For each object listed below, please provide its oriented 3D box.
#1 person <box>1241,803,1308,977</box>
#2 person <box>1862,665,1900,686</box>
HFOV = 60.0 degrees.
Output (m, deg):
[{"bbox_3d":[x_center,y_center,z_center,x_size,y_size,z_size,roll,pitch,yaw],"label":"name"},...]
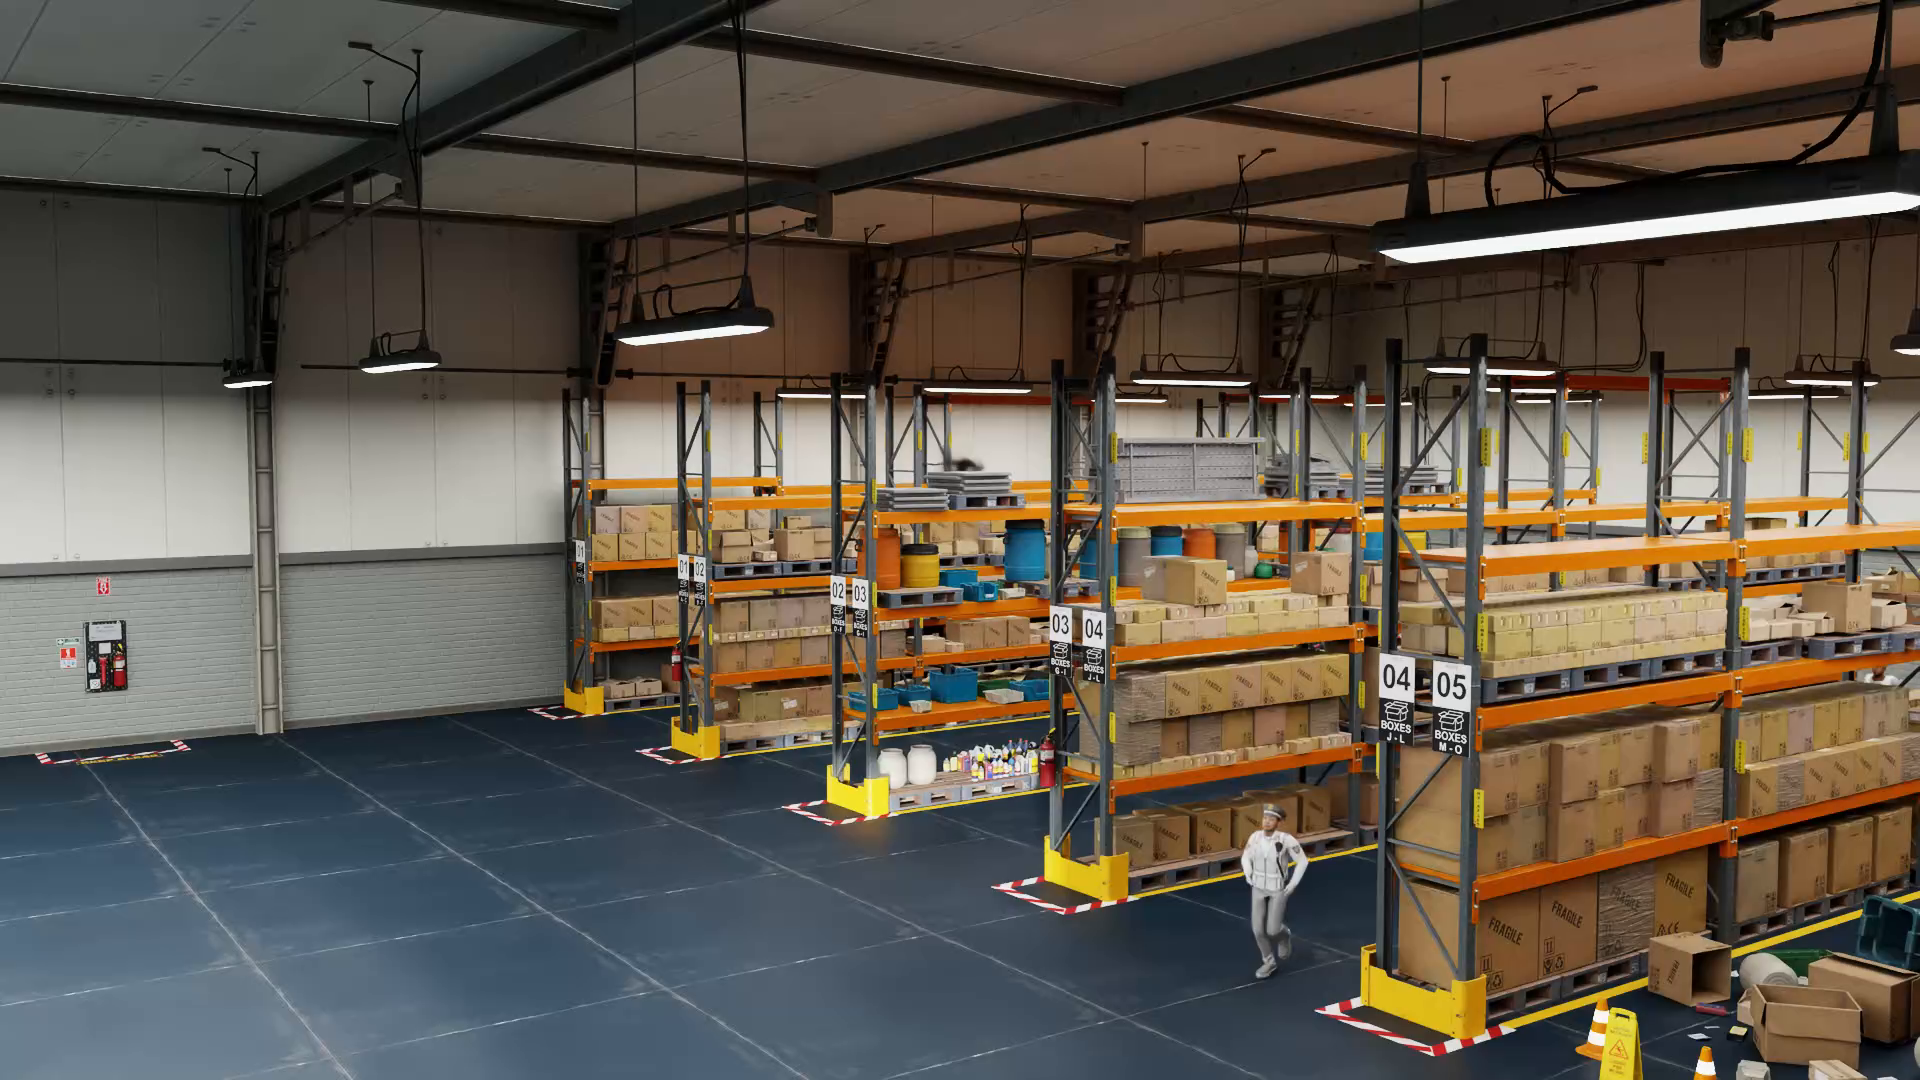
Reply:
[{"bbox_3d":[2.962,3.323,15.833,0.641,1.663,0.555,2,4,31],"label":"person"},{"bbox_3d":[14.068,2.679,25.405,0.833,1.782,0.677,-3,5,-39],"label":"person"}]
